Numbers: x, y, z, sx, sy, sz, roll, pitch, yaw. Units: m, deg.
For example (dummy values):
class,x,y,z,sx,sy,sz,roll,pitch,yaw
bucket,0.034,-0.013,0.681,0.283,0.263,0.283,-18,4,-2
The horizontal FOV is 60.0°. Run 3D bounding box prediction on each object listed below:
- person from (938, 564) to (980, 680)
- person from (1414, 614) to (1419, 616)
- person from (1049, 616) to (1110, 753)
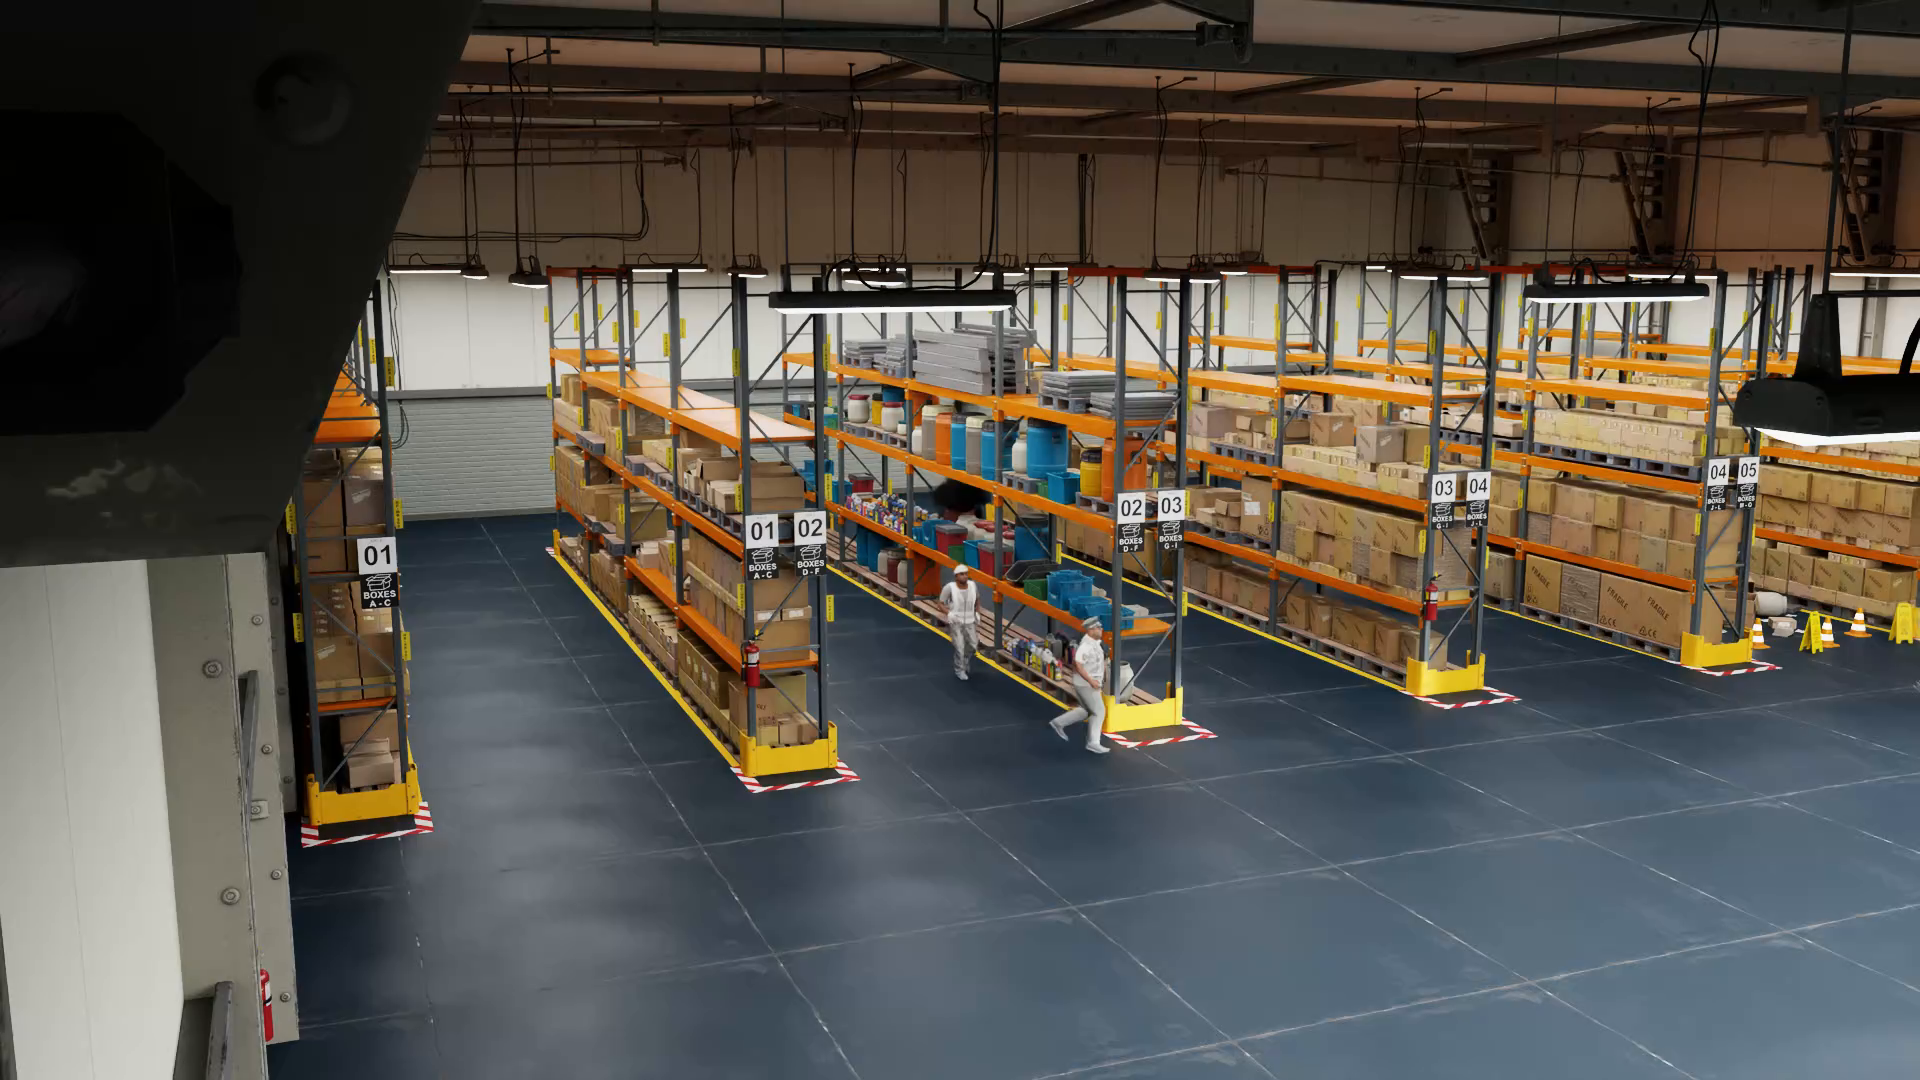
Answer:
class,x,y,z,sx,sy,sz,roll,pitch,yaw
person,0.016,1.218,24.622,0.682,1.740,0.590,-3,10,-19
person,7.890,0.409,29.323,0.697,1.795,0.997,-7,12,-34
person,1.542,1.830,21.152,0.765,1.800,0.658,1,10,5
